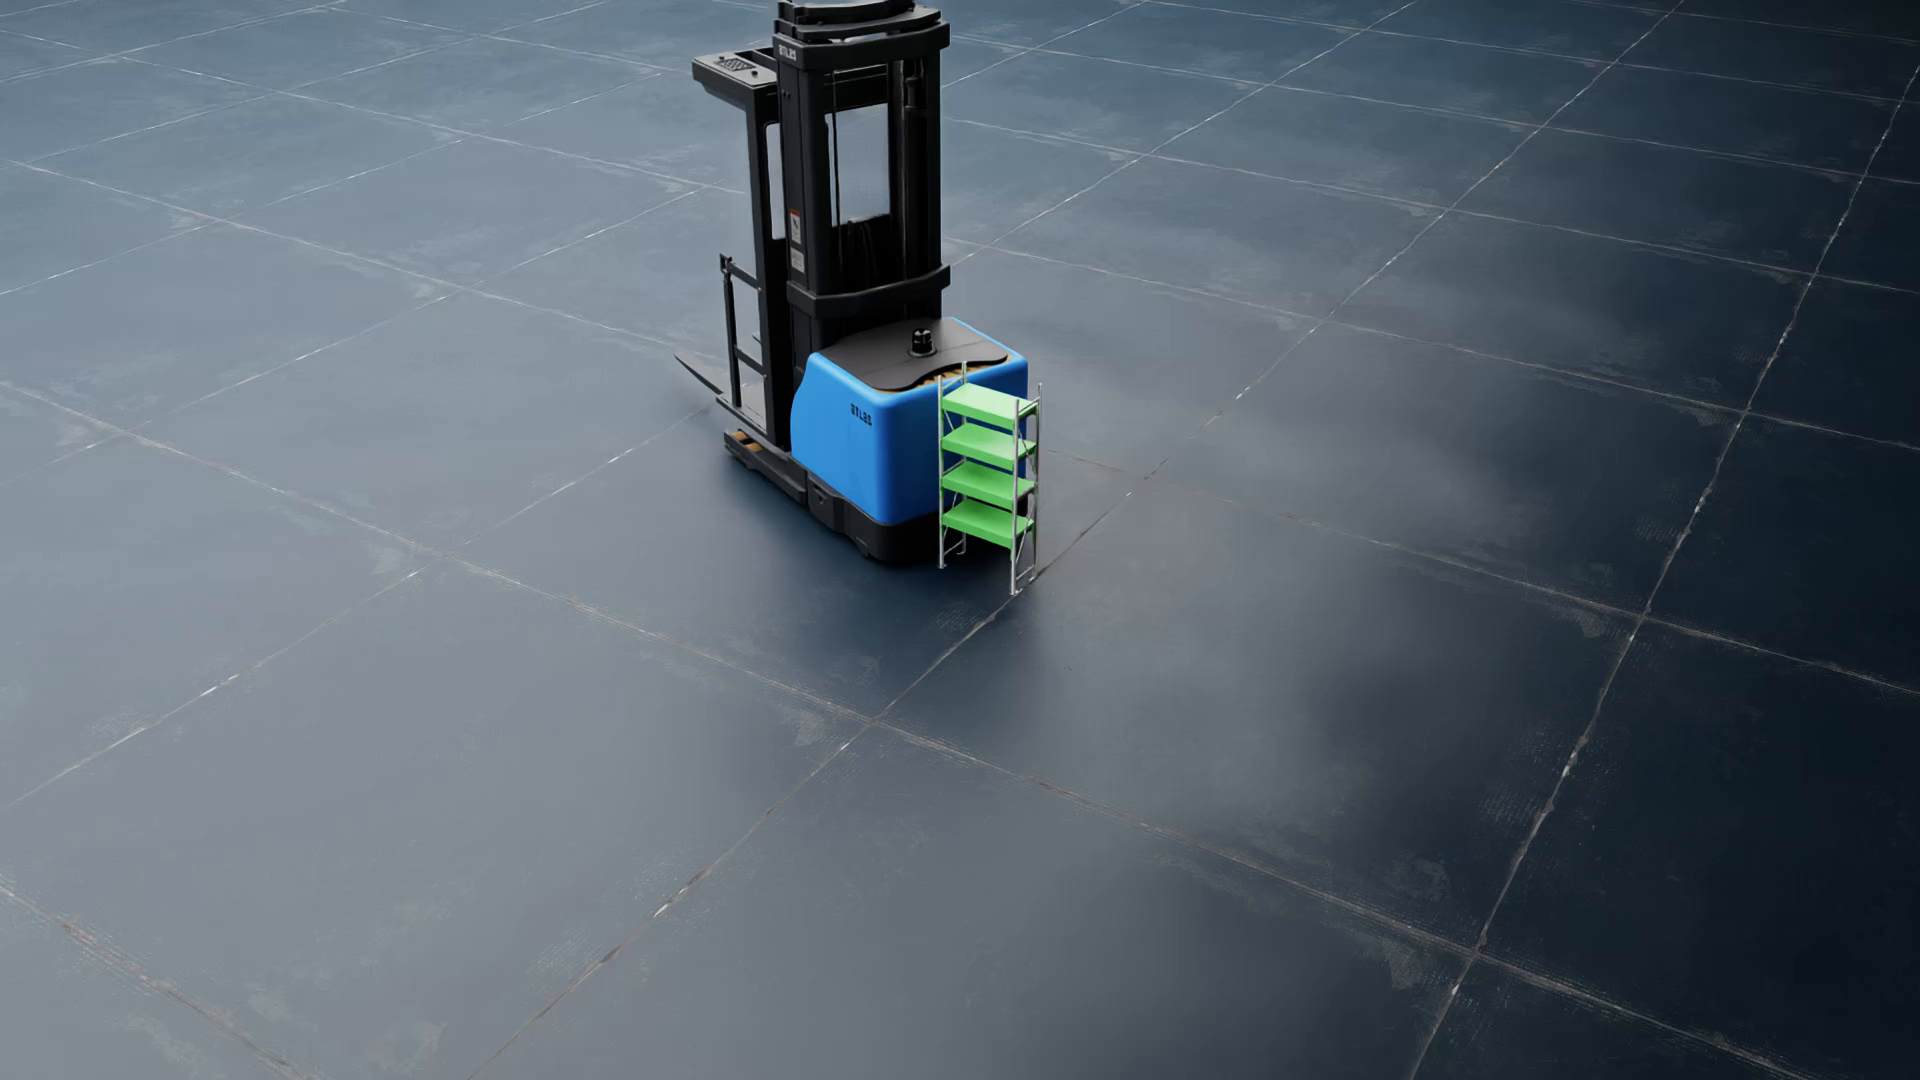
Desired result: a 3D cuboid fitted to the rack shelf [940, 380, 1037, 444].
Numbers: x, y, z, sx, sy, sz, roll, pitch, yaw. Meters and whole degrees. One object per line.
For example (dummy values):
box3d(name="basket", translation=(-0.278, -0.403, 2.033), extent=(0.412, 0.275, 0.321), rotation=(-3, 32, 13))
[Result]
box3d(name="rack shelf", translation=(0.159, -0.690, 8.916), extent=(0.480, 0.148, 0.258), rotation=(20, 36, 30))

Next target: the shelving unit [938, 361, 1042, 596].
box3d(name="shelving unit", translation=(0.159, -0.330, 9.125), extent=(0.503, 1.200, 0.258), rotation=(20, 36, 30))

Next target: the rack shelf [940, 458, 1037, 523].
box3d(name="rack shelf", translation=(0.159, -0.275, 9.157), extent=(0.480, 0.148, 0.258), rotation=(20, 36, 30))

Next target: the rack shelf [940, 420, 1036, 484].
box3d(name="rack shelf", translation=(0.159, -0.482, 9.036), extent=(0.480, 0.148, 0.258), rotation=(20, 36, 30))

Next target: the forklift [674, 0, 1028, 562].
box3d(name="forklift", translation=(-0.849, -1.836, 9.989), extent=(1.130, 2.935, 3.031), rotation=(-19, 35, -29))

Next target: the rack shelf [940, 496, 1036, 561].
box3d(name="rack shelf", translation=(0.159, -0.068, 9.278), extent=(0.480, 0.148, 0.258), rotation=(20, 36, 30))

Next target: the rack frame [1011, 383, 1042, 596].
box3d(name="rack frame", translation=(0.358, -0.259, 9.004), extent=(0.015, 1.200, 0.240), rotation=(20, 36, 30))

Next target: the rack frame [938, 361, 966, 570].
box3d(name="rack frame", translation=(-0.040, -0.401, 9.247), extent=(0.015, 1.200, 0.240), rotation=(20, 36, 30))
